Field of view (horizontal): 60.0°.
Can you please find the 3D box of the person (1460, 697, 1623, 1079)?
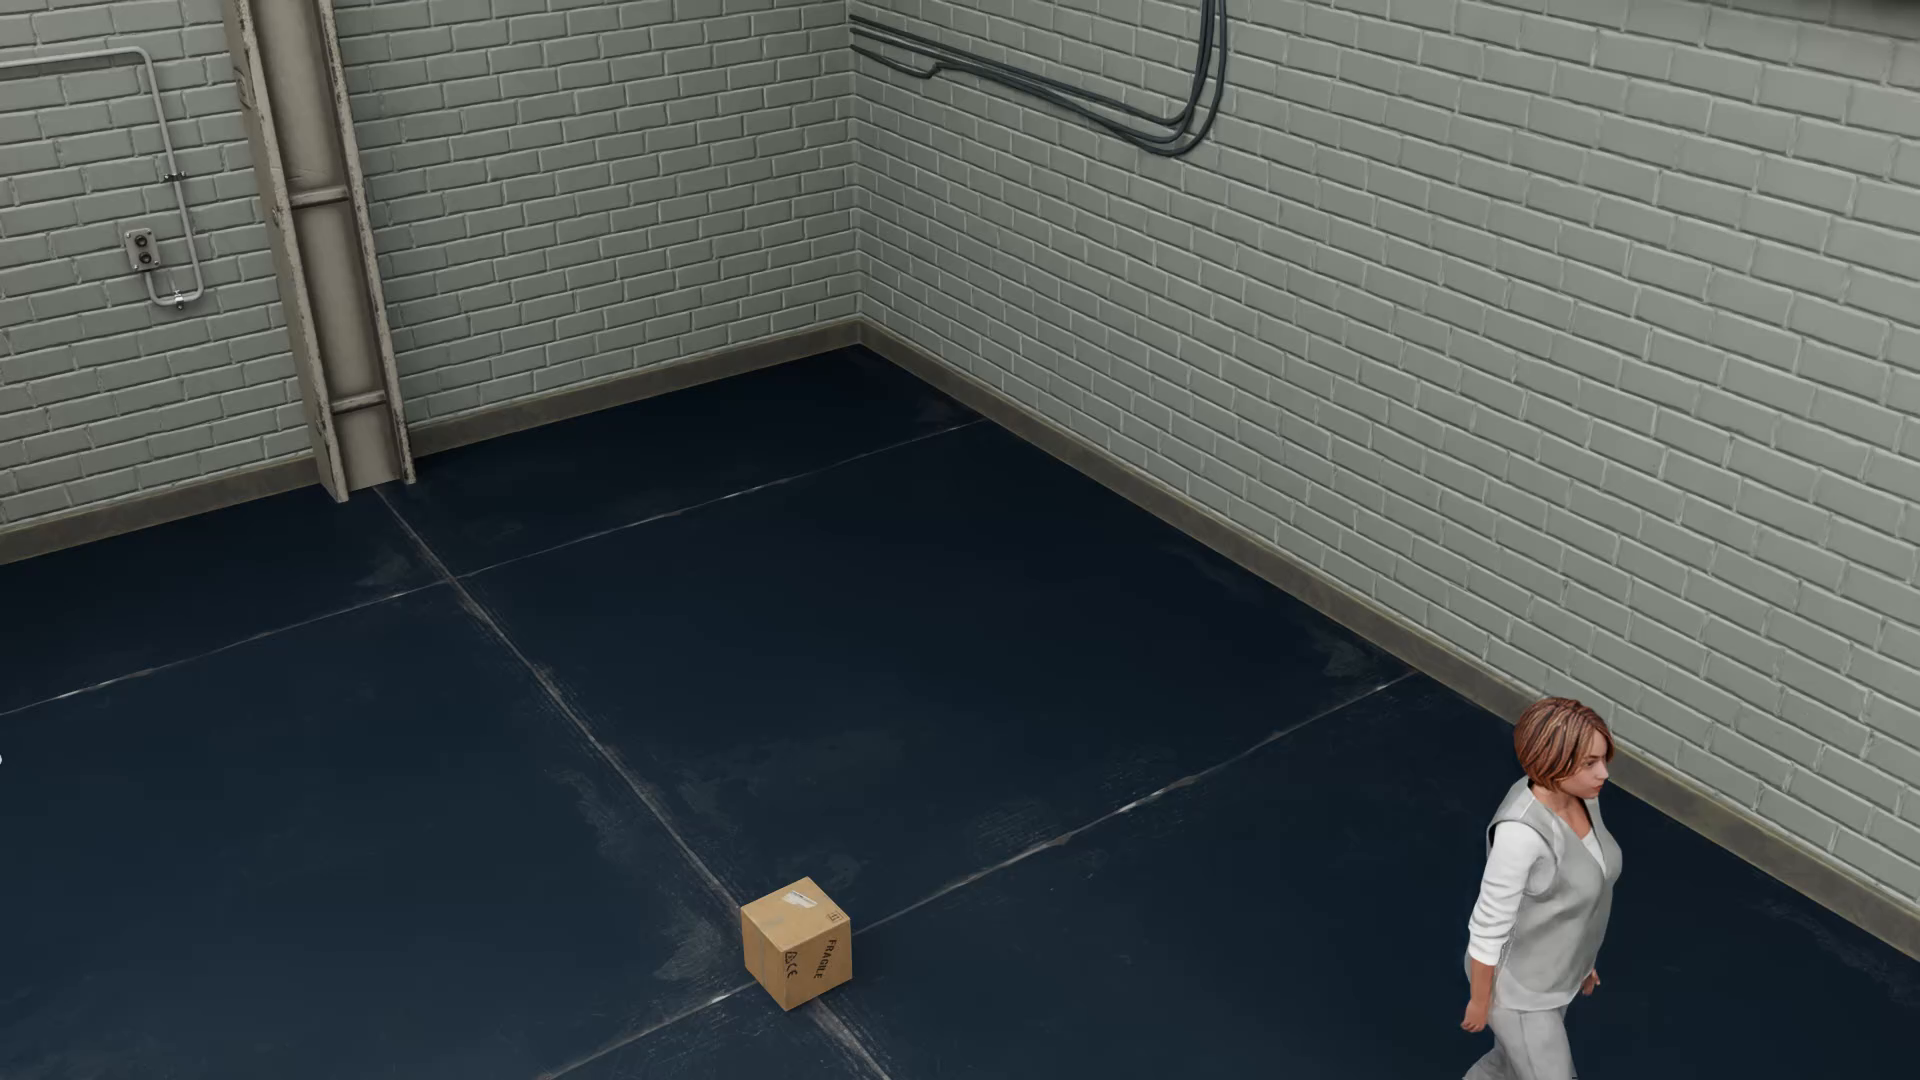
[{"bbox_3d":[1.438,1.089,4.121,0.399,1.589,0.411,20,35,32],"label":"person"}]
